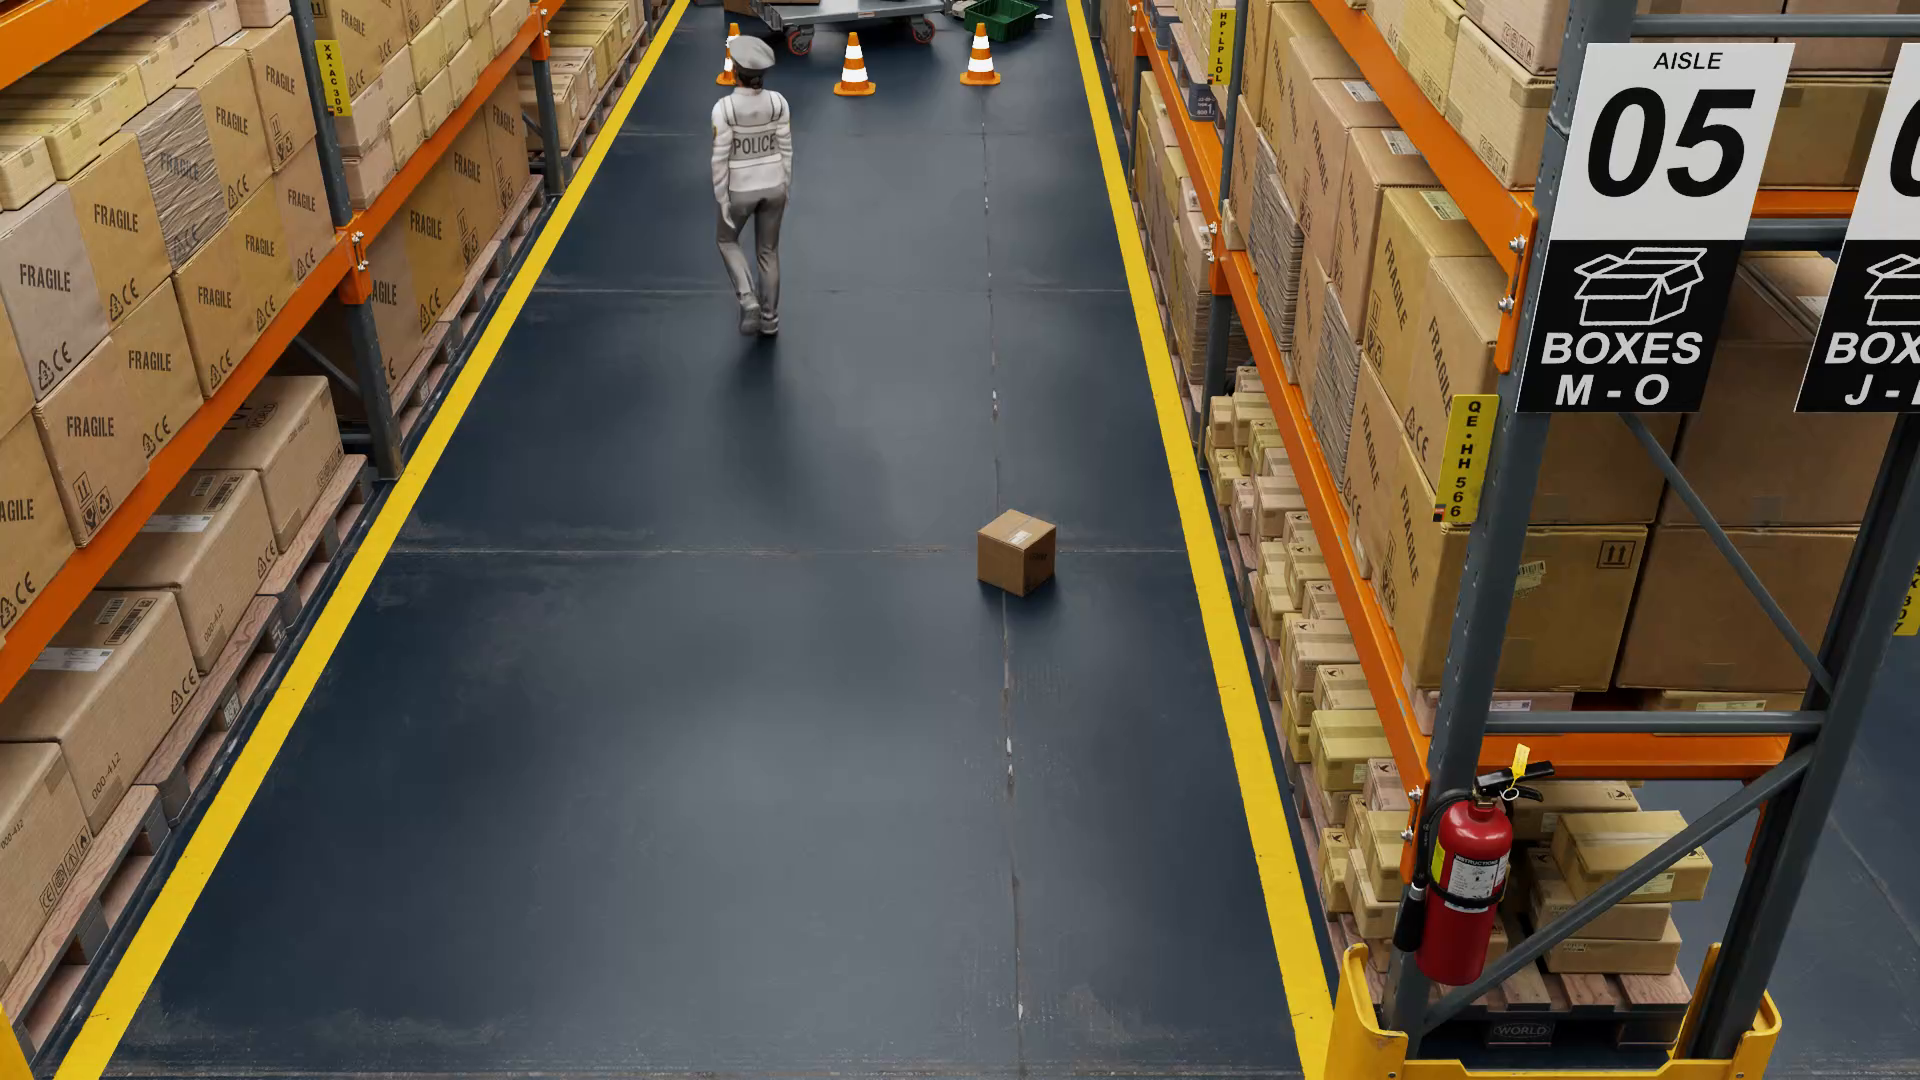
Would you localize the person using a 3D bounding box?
[{"bbox_3d":[-1.150,-1.942,9.202,0.482,1.679,0.446,-12,34,-18],"label":"person"}]
